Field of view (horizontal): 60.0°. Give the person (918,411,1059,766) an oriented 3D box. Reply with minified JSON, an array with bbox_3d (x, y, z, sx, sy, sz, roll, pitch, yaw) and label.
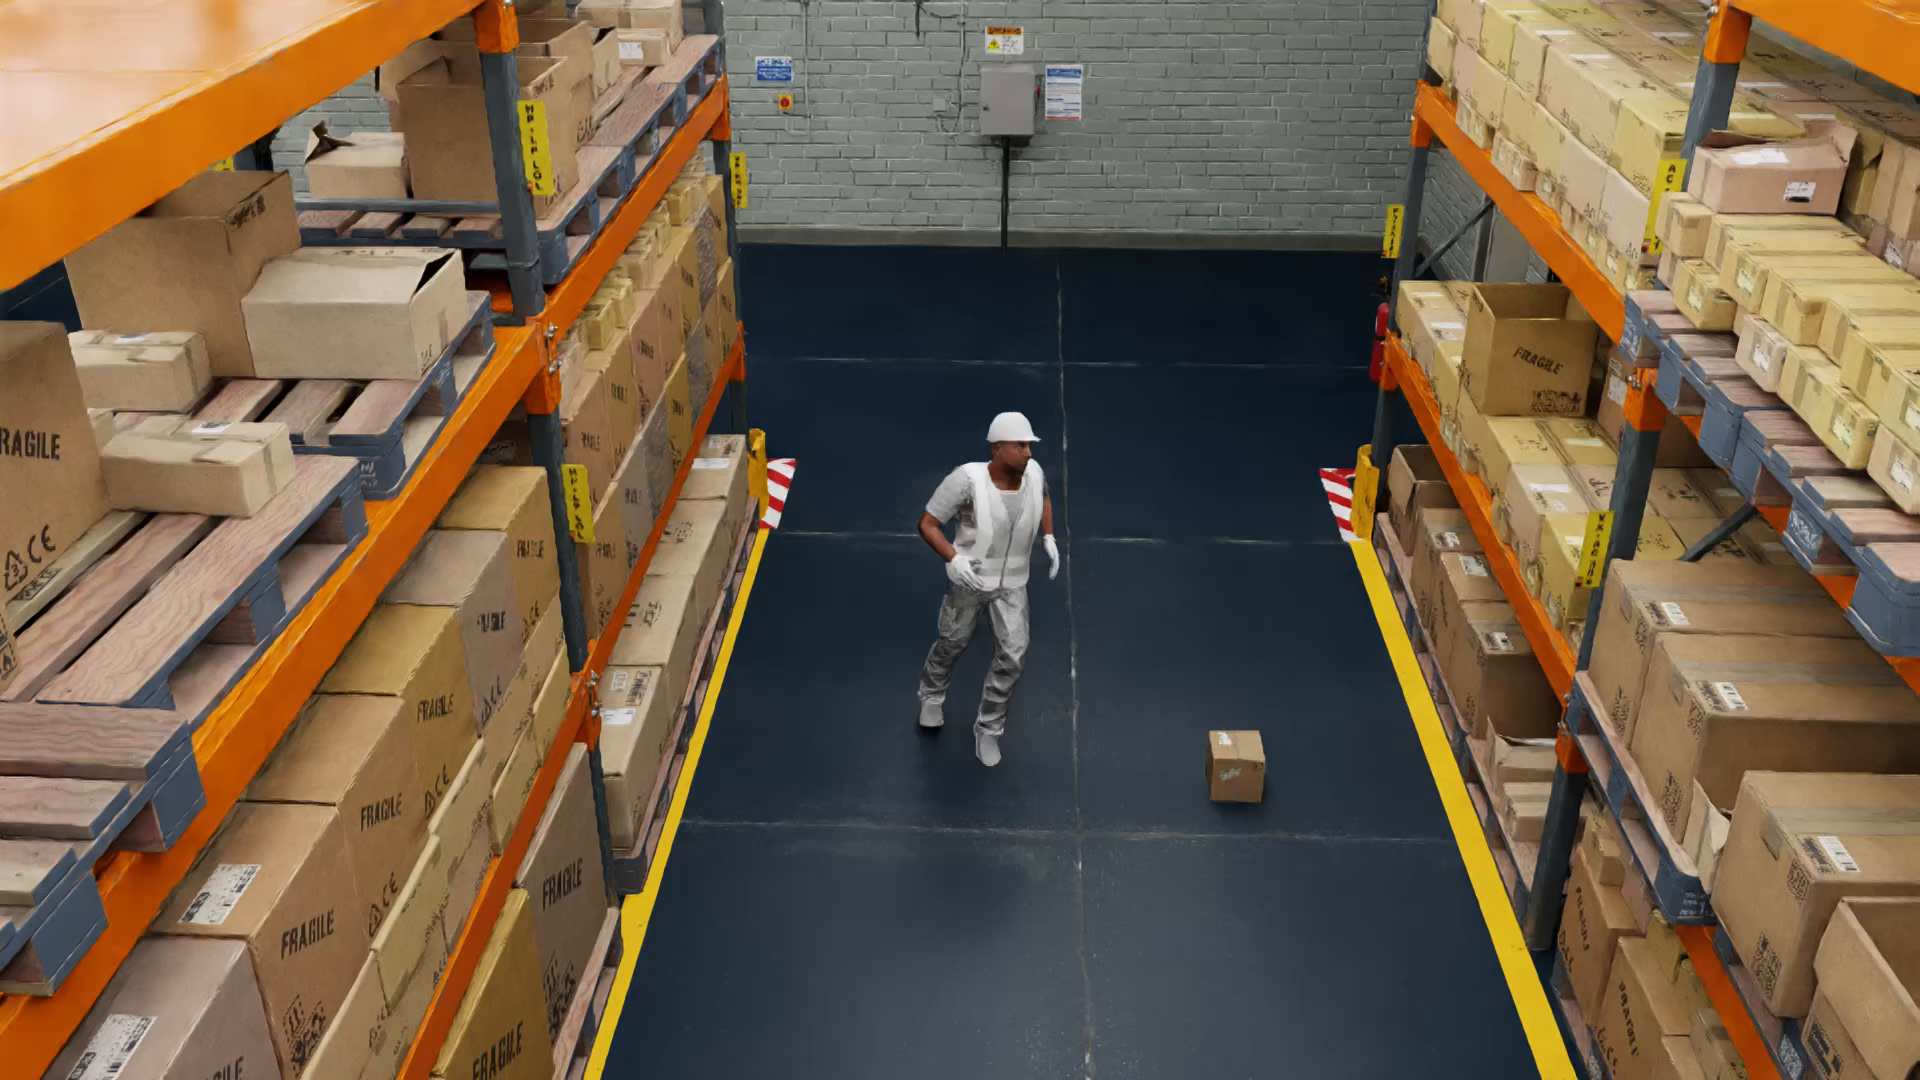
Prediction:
[{"bbox_3d":[0.165,0.219,8.239,0.755,1.824,0.619,-11,30,-21],"label":"person"}]
